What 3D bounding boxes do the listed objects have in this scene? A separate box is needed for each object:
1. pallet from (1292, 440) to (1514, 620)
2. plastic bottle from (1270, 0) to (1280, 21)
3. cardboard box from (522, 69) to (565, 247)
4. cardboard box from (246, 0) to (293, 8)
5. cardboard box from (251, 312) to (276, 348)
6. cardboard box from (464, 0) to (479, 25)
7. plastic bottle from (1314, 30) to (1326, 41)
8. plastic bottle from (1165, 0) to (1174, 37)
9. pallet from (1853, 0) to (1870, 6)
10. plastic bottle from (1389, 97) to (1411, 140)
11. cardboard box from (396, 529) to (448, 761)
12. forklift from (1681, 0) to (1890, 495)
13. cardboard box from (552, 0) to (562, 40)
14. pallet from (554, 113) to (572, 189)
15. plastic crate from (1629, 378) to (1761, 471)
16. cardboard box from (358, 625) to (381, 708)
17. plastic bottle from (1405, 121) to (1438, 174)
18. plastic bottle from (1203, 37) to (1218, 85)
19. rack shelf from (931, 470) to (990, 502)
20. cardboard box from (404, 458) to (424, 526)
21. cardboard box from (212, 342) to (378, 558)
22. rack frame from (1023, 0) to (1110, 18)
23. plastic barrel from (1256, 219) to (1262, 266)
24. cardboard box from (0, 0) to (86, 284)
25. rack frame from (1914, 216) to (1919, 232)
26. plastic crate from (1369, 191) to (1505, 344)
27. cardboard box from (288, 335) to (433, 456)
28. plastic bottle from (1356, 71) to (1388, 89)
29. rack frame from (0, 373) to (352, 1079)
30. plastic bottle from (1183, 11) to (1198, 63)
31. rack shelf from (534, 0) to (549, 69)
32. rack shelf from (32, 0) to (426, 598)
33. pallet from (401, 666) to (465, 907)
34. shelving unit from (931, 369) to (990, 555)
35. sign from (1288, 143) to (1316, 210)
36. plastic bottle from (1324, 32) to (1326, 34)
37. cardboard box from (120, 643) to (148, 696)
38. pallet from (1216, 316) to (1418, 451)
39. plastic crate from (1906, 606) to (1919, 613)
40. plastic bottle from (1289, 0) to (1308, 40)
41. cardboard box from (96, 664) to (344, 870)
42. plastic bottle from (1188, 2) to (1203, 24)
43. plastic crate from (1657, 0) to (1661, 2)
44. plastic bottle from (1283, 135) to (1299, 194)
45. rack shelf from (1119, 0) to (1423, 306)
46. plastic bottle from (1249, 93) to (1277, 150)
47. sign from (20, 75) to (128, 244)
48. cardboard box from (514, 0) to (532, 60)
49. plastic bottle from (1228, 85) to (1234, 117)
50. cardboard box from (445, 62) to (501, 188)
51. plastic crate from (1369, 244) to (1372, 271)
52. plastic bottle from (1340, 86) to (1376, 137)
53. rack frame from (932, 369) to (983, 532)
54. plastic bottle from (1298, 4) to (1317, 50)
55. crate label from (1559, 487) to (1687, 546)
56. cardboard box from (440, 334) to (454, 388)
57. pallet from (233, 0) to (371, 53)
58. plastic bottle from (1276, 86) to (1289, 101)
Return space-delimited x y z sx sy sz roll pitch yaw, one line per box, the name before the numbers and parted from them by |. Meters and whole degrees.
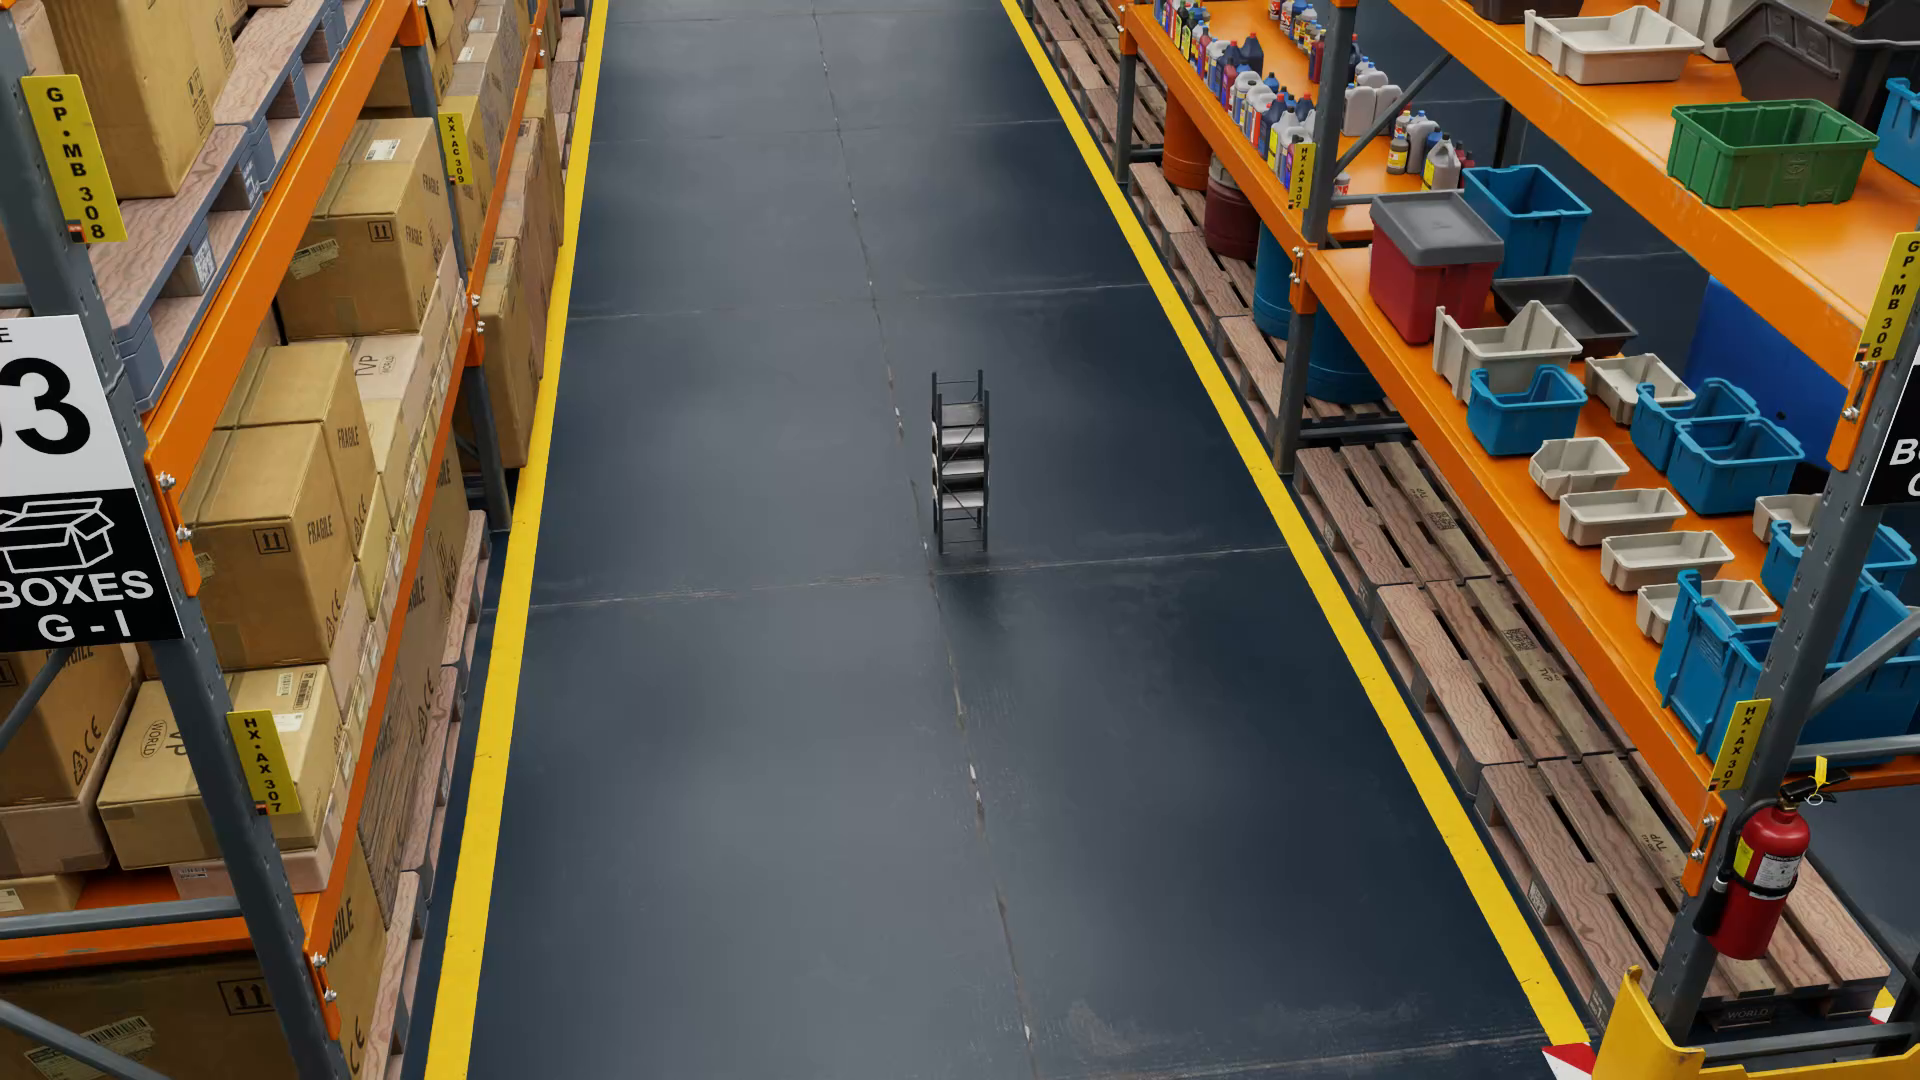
pallet | 2.298 -0.085 8.188 1.003 0.211 1.213 -4 35 -6
plastic bottle | 2.098 -3.536 10.951 0.097 0.201 0.097 0 34 0
cardboard box | -3.213 -2.411 10.638 1.225 0.875 0.875 -6 35 -9
cardboard box | -2.514 -2.033 5.355 0.700 0.500 0.500 -3 34 -4
cardboard box | -2.803 -0.789 5.947 0.500 0.500 0.500 -5 35 -8
cardboard box | -3.118 -3.185 9.280 0.797 0.503 0.637 -4 34 -5
plastic bottle | 2.220 -3.027 10.204 0.097 0.201 0.097 0 34 0
plastic bottle | 1.360 -3.376 10.644 0.061 0.283 0.133 -4 35 -6
pallet | 6.693 -3.798 11.330 1.213 0.211 1.003 -4 35 -6
plastic bottle | 2.415 -2.329 9.108 0.061 0.283 0.133 -4 35 -6
cardboard box | -2.616 0.311 6.644 0.875 0.875 0.875 -4 35 -6
forklift | 5.178 -2.002 8.585 3.031 2.935 1.130 -26 42 -33
cardboard box | -3.762 -4.539 14.075 0.700 0.500 0.500 -7 35 -10
pallet | -3.388 -2.786 12.150 1.003 0.211 1.213 -4 35 -6
plastic crate | 2.775 -0.433 6.318 0.416 0.233 0.300 -4 35 -6
cardboard box | -2.037 0.412 5.205 0.380 0.149 0.250 -5 35 -7
plastic bottle | 2.427 -2.085 8.756 0.152 0.276 0.135 -4 35 -6
plastic bottle | 1.505 -2.847 9.878 0.097 0.271 0.097 0 34 0
rack shelf | 0.001 -0.265 8.059 0.258 0.077 0.200 -4 35 -6
cardboard box | -2.175 -0.161 6.046 0.380 0.149 0.250 -4 34 -6
cardboard box | -2.149 -0.265 5.178 0.500 0.500 0.500 -5 35 -8
rack frame | 1.085 -6.109 14.551 1.000 3.000 0.127 -4 35 -6
plastic barrel | 2.022 -1.812 10.082 0.421 0.512 0.421 0 34 0
cardboard box | -2.332 -0.820 3.575 0.700 0.500 0.500 -6 35 -9
rack frame | 2.699 -1.892 3.035 1.000 3.000 0.127 -4 35 -6
plastic crate | 2.033 -1.179 7.206 0.402 0.464 0.583 -4 35 -6
cardboard box | -2.287 -0.531 6.234 0.500 0.250 0.500 -4 34 -5
plastic bottle | 2.321 -2.527 9.405 0.152 0.276 0.135 -4 35 -6
rack frame | -2.209 0.962 4.174 1.000 3.000 0.127 -4 35 -6
plastic bottle | 1.427 -3.098 10.236 0.061 0.283 0.133 -4 35 -6
rack shelf | -3.554 -4.321 12.565 1.077 0.370 4.000 -4 35 -6
rack shelf | -2.478 -1.096 5.170 1.077 0.370 4.000 -4 35 -6
pallet | -2.555 0.995 6.603 1.003 0.211 1.213 -4 35 -6
shelving unit | 0.001 -0.367 7.990 0.258 0.900 0.210 -4 35 -6
sign | 1.616 -1.719 7.863 0.100 0.325 0.005 -4 35 -6
plastic bottle | 2.234 -2.934 9.935 0.144 0.351 0.185 -4 35 -6
cardboard box | -2.605 0.368 4.916 0.500 0.250 0.500 -5 35 -7
pallet | 2.099 -0.926 9.422 1.003 0.211 1.213 -4 35 -6
plastic crate | 3.031 0.323 5.293 0.250 0.136 0.298 -4 35 -6
plastic bottle | 2.155 -3.327 10.583 0.097 0.271 0.097 0 34 0
cardboard box | -2.006 0.613 4.556 0.500 0.250 0.500 -5 35 -8
plastic bottle | 1.472 -3.238 10.451 0.097 0.271 0.097 0 34 0
plastic crate | 2.709 -2.095 6.231 0.293 0.136 0.466 -4 35 -6
plastic bottle | 1.711 -1.918 8.504 0.061 0.283 0.133 -4 35 -6
rack shelf | 1.892 -2.464 9.840 1.077 0.370 4.000 -4 35 -6
plastic bottle | 1.671 -2.274 9.034 0.152 0.276 0.135 -4 35 -6
sign | -1.658 -0.710 3.118 0.100 0.325 0.005 -4 35 -6
cardboard box | -2.973 -3.287 10.320 0.500 0.500 0.500 -3 34 -5
plastic bottle | 1.579 -2.511 9.447 0.097 0.201 0.097 0 34 0
cardboard box | -2.696 -2.147 8.647 0.500 0.500 0.500 -5 35 -7
plastic crate | 2.082 -1.290 7.661 0.396 0.136 0.243 -4 35 -6
plastic bottle | 2.201 -2.386 9.198 0.152 0.276 0.135 -4 35 -6
rack frame | -0.013 -0.424 8.073 0.240 0.900 0.006 -4 35 -6
plastic bottle | 2.181 -3.219 10.424 0.097 0.271 0.097 0 34 0
crate label | 2.324 -0.086 5.894 0.396 0.136 0.243 -4 35 -6
cardboard box | -2.312 -0.734 6.886 0.380 0.149 0.250 -5 35 -7
pallet | -2.647 -2.015 5.959 1.003 0.211 1.213 -4 35 -6
plastic bottle | 1.774 -2.367 9.175 0.097 0.271 0.097 0 34 0
